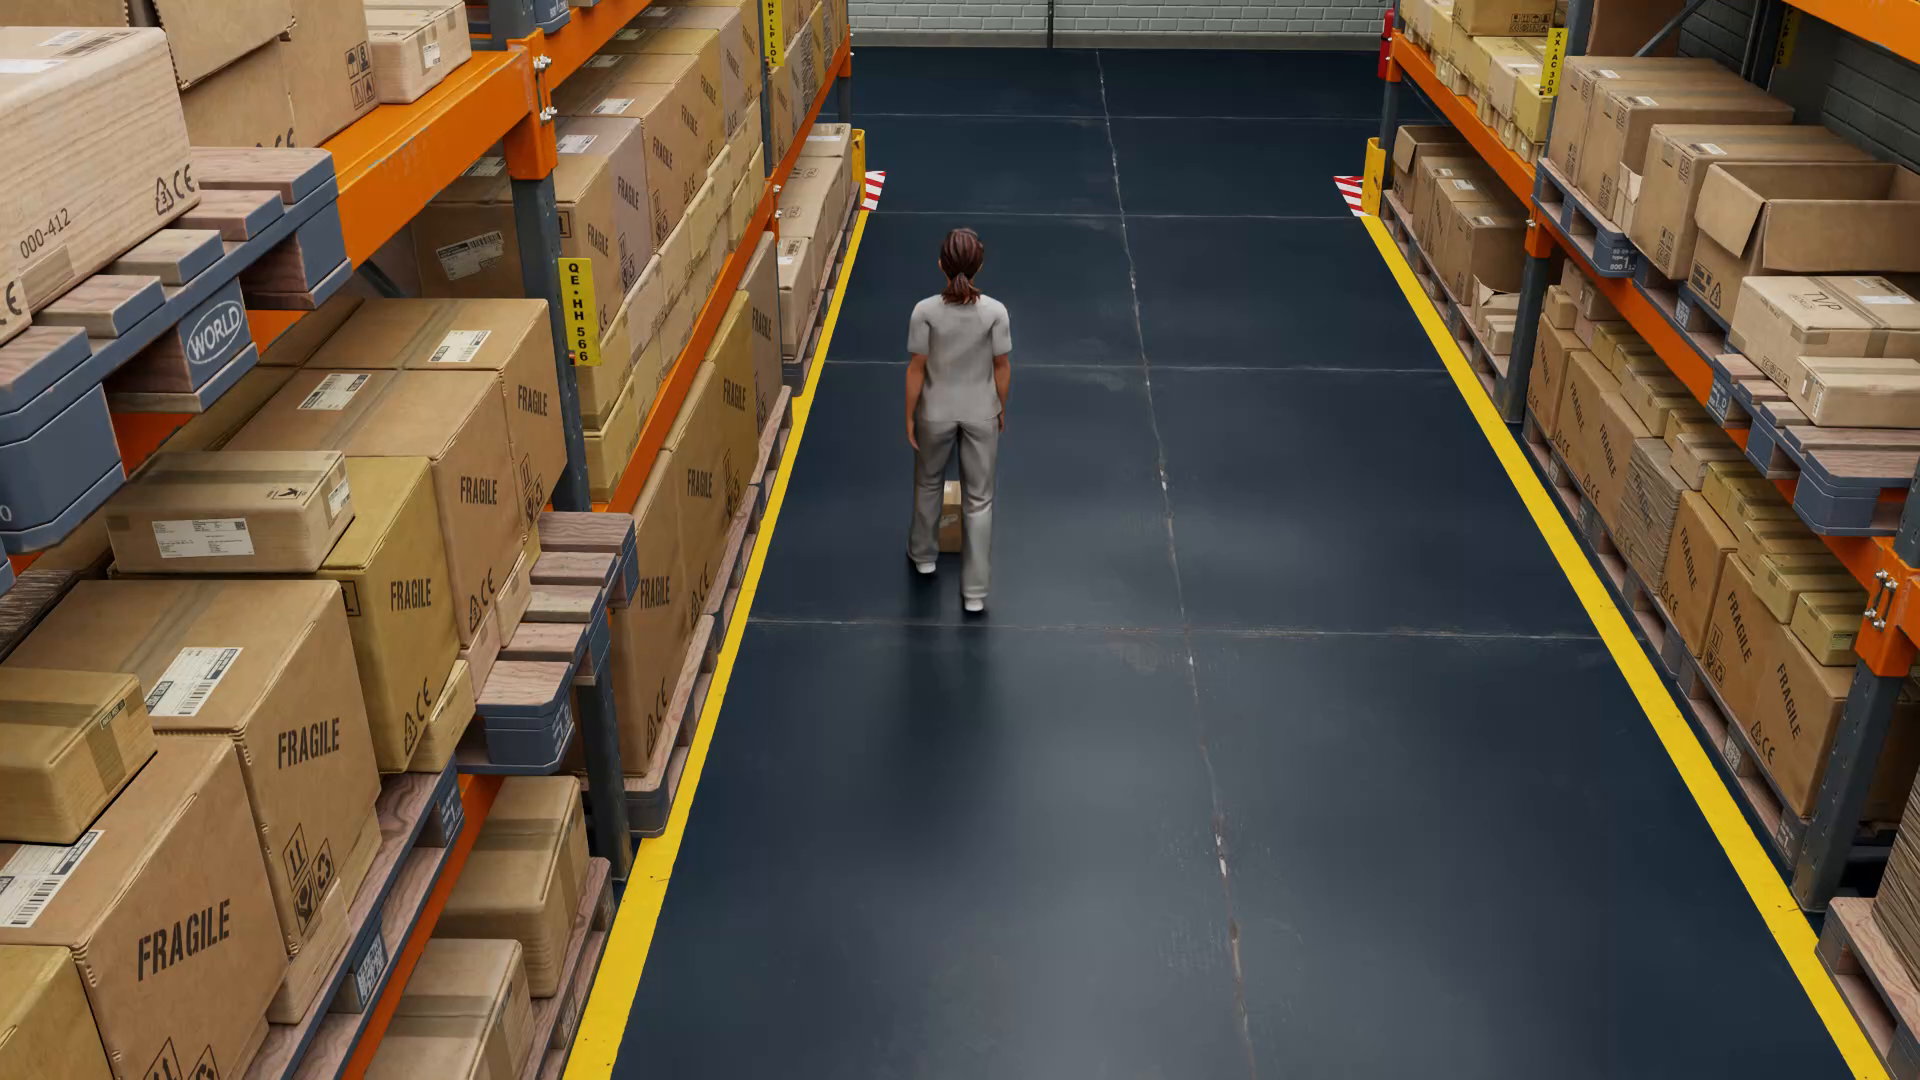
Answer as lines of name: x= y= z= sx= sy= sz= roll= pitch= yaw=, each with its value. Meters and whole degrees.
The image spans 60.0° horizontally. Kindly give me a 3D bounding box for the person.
person: x=-0.014 y=-0.559 z=7.149 sx=0.462 sy=1.662 sz=0.639 roll=0 pitch=28 yaw=0
